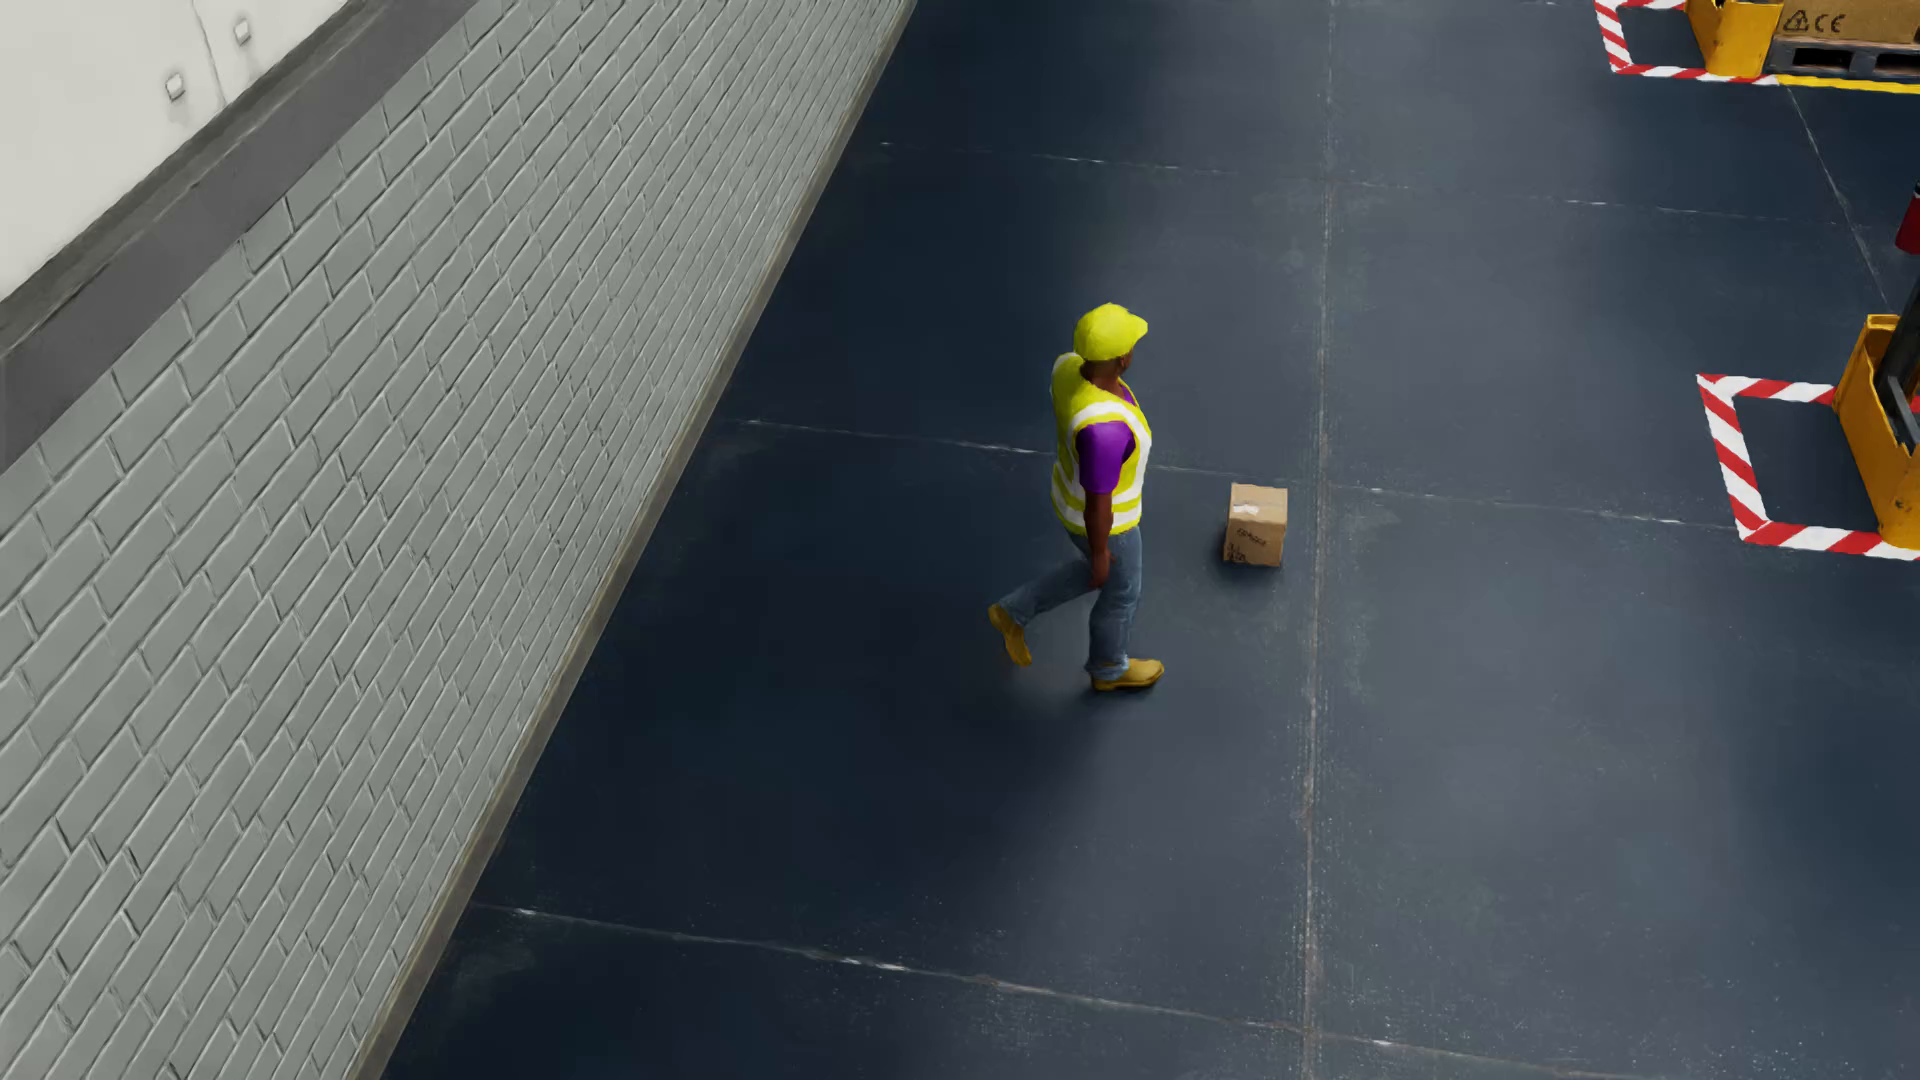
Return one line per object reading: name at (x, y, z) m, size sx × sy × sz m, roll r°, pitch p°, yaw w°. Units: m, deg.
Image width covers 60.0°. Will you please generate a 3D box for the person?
person at (0.472, -0.134, 6.287) m, size 0.714 × 1.749 × 0.587 m, roll -6°, pitch 41°, yaw -7°
